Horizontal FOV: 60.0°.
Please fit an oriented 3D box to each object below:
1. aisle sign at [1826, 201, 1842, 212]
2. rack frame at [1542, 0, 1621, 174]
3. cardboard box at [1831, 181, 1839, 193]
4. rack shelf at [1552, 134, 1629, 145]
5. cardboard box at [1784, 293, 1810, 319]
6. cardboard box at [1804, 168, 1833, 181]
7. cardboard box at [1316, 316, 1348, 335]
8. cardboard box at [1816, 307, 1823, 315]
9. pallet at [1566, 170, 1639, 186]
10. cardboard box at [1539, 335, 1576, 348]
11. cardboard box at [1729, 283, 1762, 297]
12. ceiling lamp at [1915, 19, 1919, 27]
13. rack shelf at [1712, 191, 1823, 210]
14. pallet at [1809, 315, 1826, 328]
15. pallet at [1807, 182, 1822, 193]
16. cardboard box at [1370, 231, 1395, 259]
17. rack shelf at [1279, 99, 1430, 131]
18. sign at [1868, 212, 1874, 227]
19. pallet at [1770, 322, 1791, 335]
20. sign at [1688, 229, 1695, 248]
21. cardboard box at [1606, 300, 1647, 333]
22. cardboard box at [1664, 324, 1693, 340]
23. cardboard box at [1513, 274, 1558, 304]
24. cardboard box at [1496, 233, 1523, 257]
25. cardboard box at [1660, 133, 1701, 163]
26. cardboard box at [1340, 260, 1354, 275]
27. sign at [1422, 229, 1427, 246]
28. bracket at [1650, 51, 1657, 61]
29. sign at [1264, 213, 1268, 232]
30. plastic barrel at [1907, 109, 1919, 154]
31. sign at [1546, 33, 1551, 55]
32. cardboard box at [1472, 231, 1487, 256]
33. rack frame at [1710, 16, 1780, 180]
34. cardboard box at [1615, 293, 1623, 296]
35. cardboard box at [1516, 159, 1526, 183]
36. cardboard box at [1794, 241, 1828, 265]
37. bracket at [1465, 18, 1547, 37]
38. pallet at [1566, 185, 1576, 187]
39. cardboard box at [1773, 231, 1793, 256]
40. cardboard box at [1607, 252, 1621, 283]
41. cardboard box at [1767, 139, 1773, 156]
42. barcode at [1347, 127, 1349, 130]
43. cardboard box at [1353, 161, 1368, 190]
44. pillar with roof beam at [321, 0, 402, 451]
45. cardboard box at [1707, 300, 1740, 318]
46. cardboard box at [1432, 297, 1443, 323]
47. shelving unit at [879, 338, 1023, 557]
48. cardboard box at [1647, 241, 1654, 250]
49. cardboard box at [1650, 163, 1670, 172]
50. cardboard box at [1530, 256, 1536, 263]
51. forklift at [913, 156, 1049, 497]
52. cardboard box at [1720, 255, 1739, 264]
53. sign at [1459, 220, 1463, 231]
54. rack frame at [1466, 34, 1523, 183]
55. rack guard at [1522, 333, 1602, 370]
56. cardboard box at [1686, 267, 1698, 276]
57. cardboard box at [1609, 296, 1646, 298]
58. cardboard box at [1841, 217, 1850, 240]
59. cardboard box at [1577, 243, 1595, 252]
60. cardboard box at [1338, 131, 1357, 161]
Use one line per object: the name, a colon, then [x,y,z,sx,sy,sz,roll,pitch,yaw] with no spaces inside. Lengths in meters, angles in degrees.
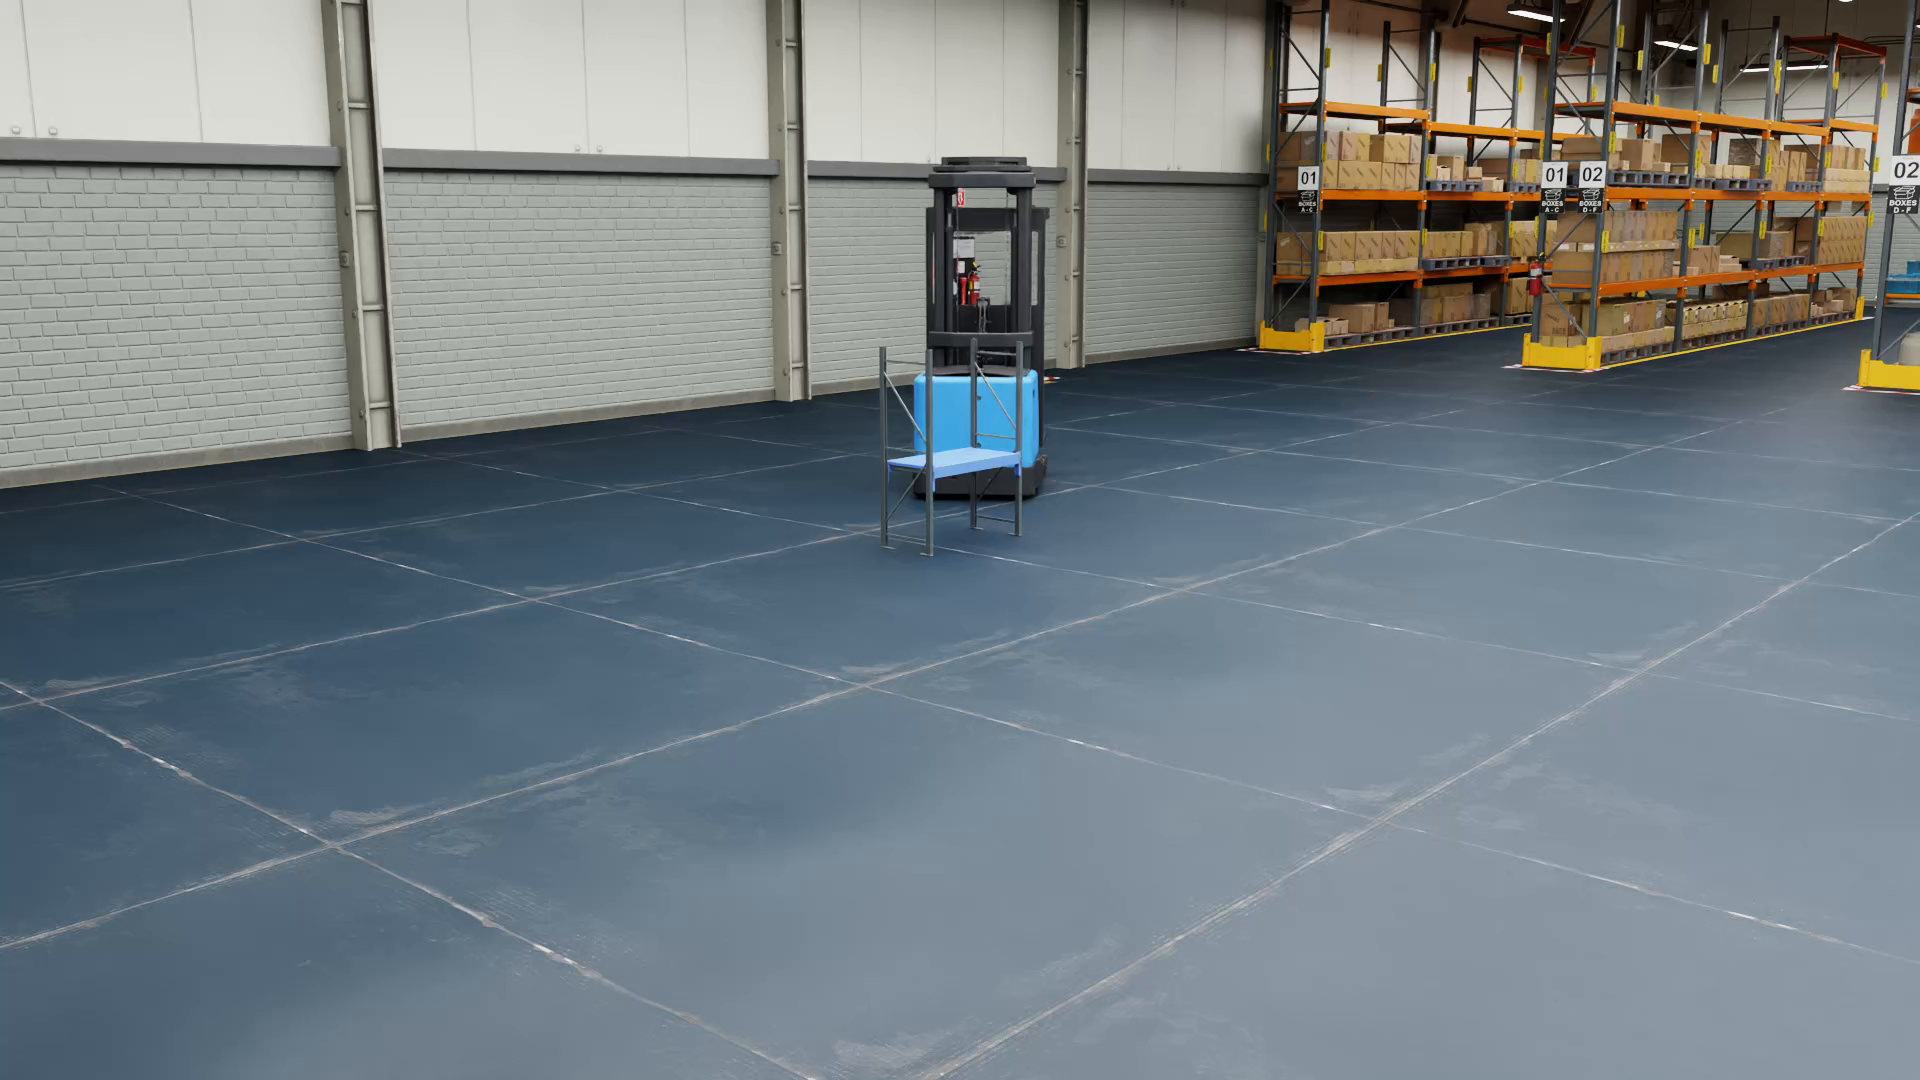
aisle sign: [20.003,-7.923,38.084,0.394,0.787,0.004,10,15,40]
rack frame: [9.617,-7.188,25.725,1.000,3.000,0.127,10,15,40]
cardboard box: [18.378,-7.522,35.437,0.500,0.250,0.500,10,15,40]
rack shelf: [15.135,-9.339,39.351,1.077,0.370,4.000,10,15,40]
cardboard box: [17.428,-4.892,34.805,0.500,0.500,0.500,10,15,40]
cardboard box: [18.046,-7.694,35.021,0.500,0.250,0.500,10,15,40]
cardboard box: [6.794,-3.957,30.608,0.500,0.311,0.500,-11,15,-43]
cardboard box: [18.541,-5.000,36.199,0.380,0.166,0.250,10,15,40]
pallet: [10.103,-5.775,26.532,1.003,0.211,1.213,10,15,40]
cardboard box: [9.749,-3.221,27.127,0.500,0.250,0.500,10,15,40]
cardboard box: [16.045,-5.109,33.975,0.500,0.250,0.500,9,15,39]
ceiling lamp: [19.015,-11.343,31.626,0.800,3.185,2.000,10,15,40]
rack shelf: [16.218,-6.836,33.455,1.077,0.370,4.000,10,15,40]
pallet: [17.992,-4.745,35.930,1.003,0.211,1.213,10,15,40]
pallet: [17.055,-7.304,34.442,1.213,0.211,1.003,10,15,40]
cardboard box: [7.789,-5.522,31.118,0.500,0.500,0.500,9,15,39]
rack shelf: [7.214,-7.768,30.473,1.077,0.370,4.000,10,15,40]
sign: [20.583,-7.248,37.580,0.100,0.325,0.005,10,15,40]
pallet: [16.225,-4.339,33.899,1.003,0.211,1.213,10,15,40]
sign: [12.675,-5.227,28.808,0.100,0.325,0.005,10,15,40]
cardboard box: [11.130,-3.742,27.822,0.500,0.500,0.500,10,15,40]
cardboard box: [12.710,-3.720,29.624,0.500,0.250,0.500,9,15,39]
cardboard box: [12.899,-5.560,37.306,0.750,0.750,0.750,10,15,42]
cardboard box: [11.687,-6.306,35.561,0.500,0.500,0.500,10,15,42]
cardboard box: [12.694,-6.891,29.294,0.500,0.500,0.500,10,15,41]
cardboard box: [6.786,-4.931,30.075,0.500,0.250,0.500,9,15,39]
sign: [8.947,-5.830,32.033,0.100,0.325,0.005,10,15,40]
bracket: [17.581,-12.349,42.376,0.235,0.232,0.430,10,15,40]
sign: [5.490,-5.684,29.746,0.100,0.325,0.005,10,15,40]
plastic barrel: [13.561,-5.581,23.167,0.600,0.830,0.708,10,15,40]
sign: [9.219,-7.757,25.987,0.100,0.325,0.005,10,15,40]
cardboard box: [10.523,-6.172,34.575,0.700,0.500,0.500,8,14,35]
rack frame: [14.898,-8.365,31.618,1.000,3.000,0.127,10,15,40]
cardboard box: [15.738,-6.031,40.557,0.700,0.500,0.500,10,15,40]
cardboard box: [11.762,-7.962,35.881,0.700,0.500,0.500,9,14,37]
cardboard box: [18.080,-6.101,35.341,0.500,0.500,0.500,10,15,42]
bracket: [11.908,-11.085,36.045,0.076,0.066,4.783,10,15,40]
pallet: [13.247,-7.888,37.374,0.805,0.209,1.217,9,14,38]
cardboard box: [17.058,-6.226,34.897,0.700,0.500,0.500,4,12,21]
cardboard box: [10.278,-4.440,27.028,0.700,0.500,0.500,10,15,42]
cardboard box: [15.527,-7.572,32.497,0.500,0.500,0.500,10,15,40]
barcode: [7.293,-7.728,31.238,0.001,0.075,0.075,10,15,40]
cardboard box: [7.023,-6.584,30.053,0.500,0.500,0.500,11,16,43]
pillar with roof beam: [-2.942,-4.838,13.959,9.100,9.000,0.400,10,15,40]
cardboard box: [14.399,-4.370,31.447,0.500,0.311,0.500,9,15,39]
cardboard box: [9.311,-4.658,33.631,0.700,0.500,0.500,9,15,39]
shelving unit: [-0.056,-0.723,12.501,0.538,1.500,1.048,10,15,40]
cardboard box: [11.400,-4.948,27.912,0.380,0.149,0.250,10,15,42]
cardboard box: [11.667,-6.244,27.870,0.380,0.149,0.250,10,15,40]
cardboard box: [12.394,-6.161,36.491,0.380,0.149,0.250,10,15,41]
forklift: [0.259,-2.055,15.516,1.130,2.935,3.031,1,11,6]
cardboard box: [14.625,-5.332,31.975,0.500,0.311,0.500,11,16,44]
sign: [10.755,-6.702,35.653,0.100,0.325,0.005,10,15,40]
rack frame: [11.174,-9.005,34.822,1.000,3.000,0.127,10,15,40]
rack guard: [9.601,-3.017,26.540,1.175,0.500,0.348,10,15,40]
cardboard box: [12.996,-4.816,29.804,0.380,0.149,0.250,10,15,40]
cardboard box: [11.716,-4.032,29.275,0.500,0.500,0.500,10,15,40]
cardboard box: [19.081,-6.812,36.349,0.500,0.500,0.500,10,15,42]
cardboard box: [10.038,-4.643,26.389,0.380,0.149,0.250,10,15,40]
cardboard box: [6.699,-6.999,29.576,0.500,0.500,0.500,10,15,40]
